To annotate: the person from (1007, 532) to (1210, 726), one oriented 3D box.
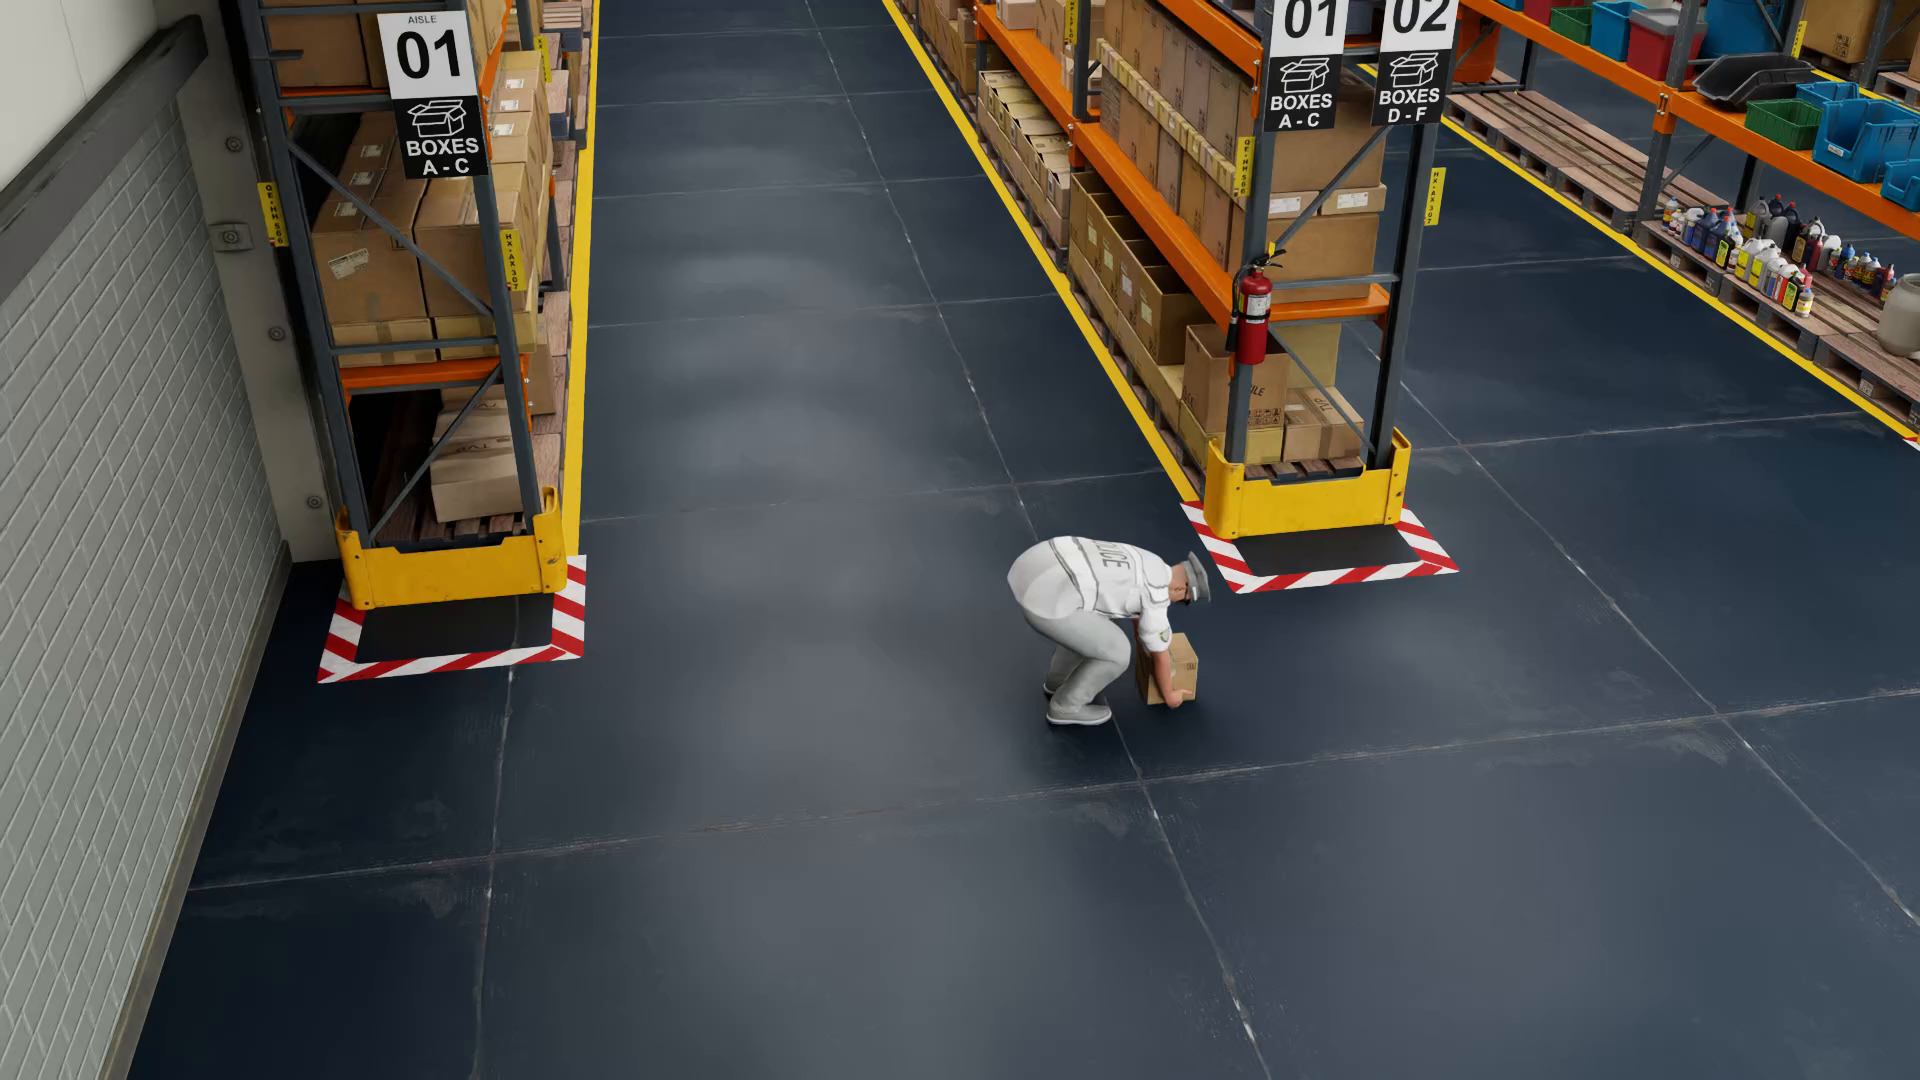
[{"bbox_3d":[0.747,0.409,8.238,1.021,0.939,0.527,-7,31,-11],"label":"person"}]
